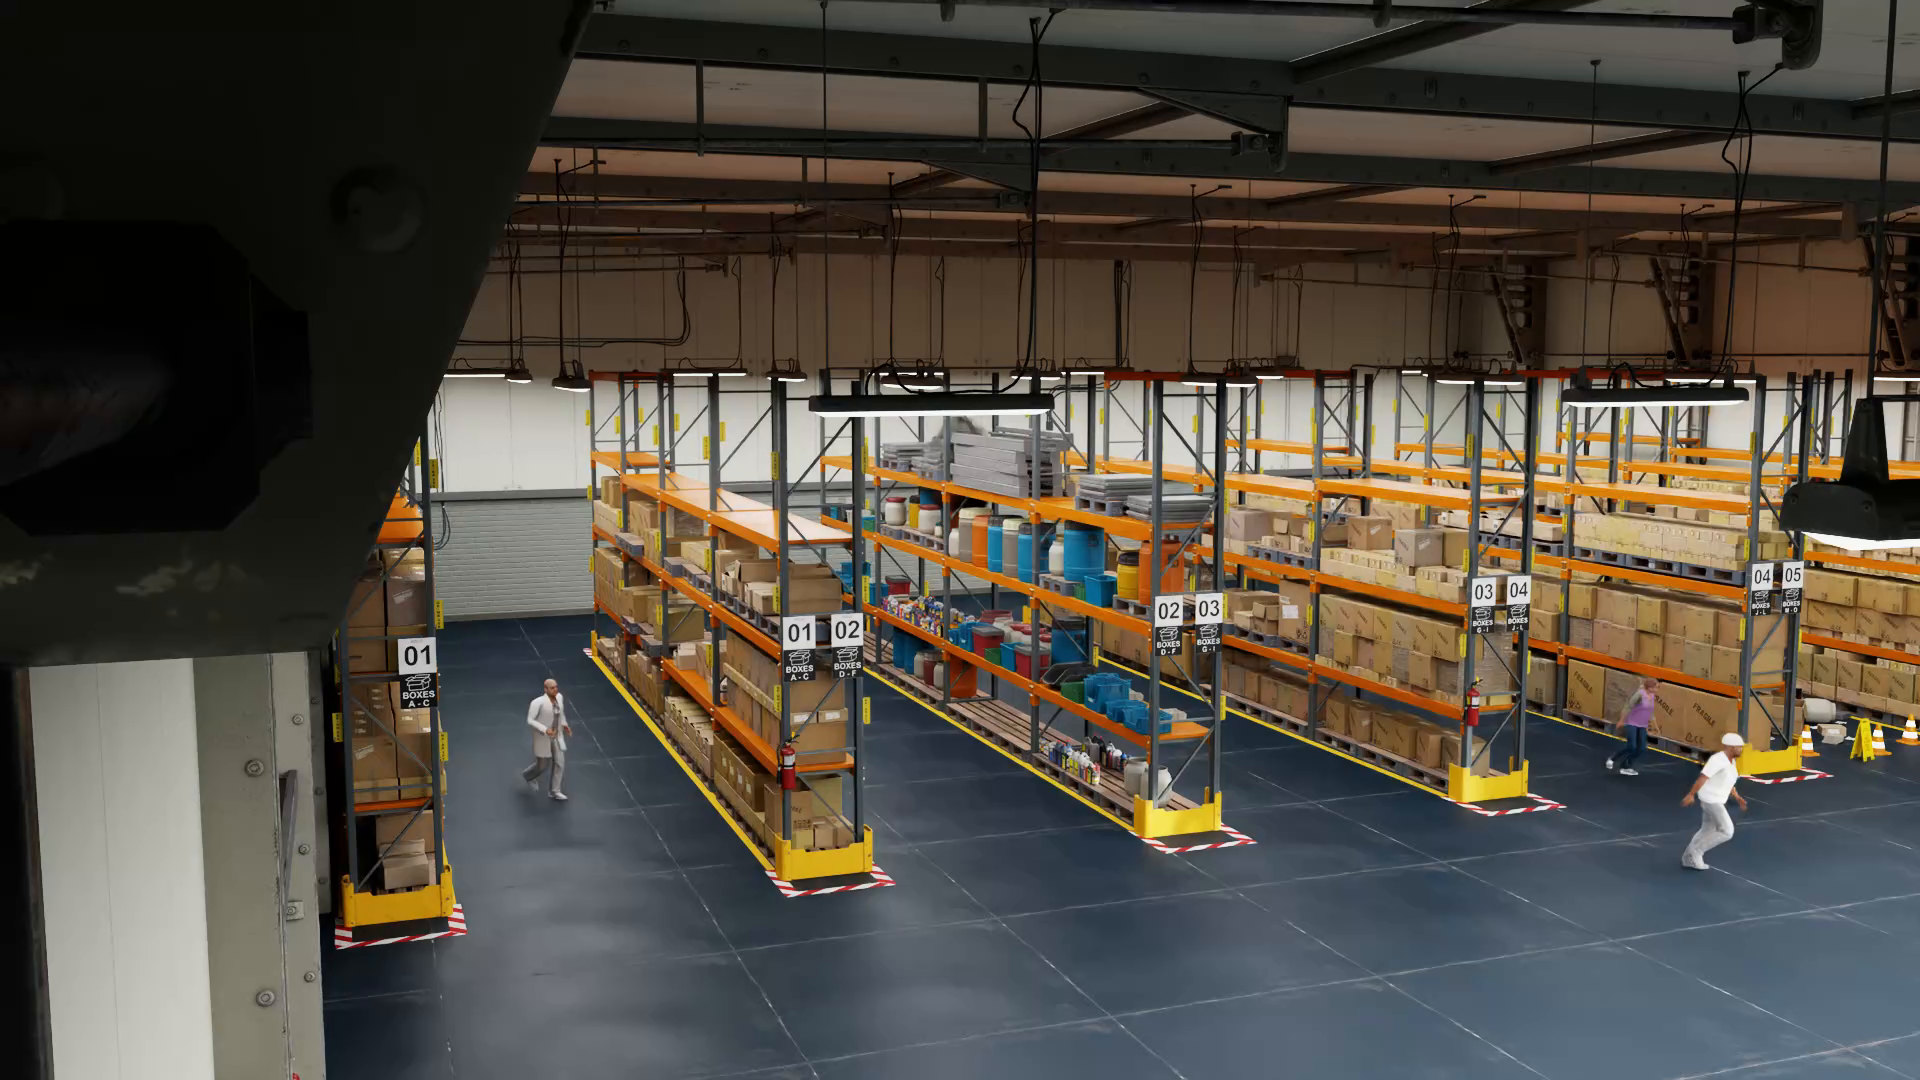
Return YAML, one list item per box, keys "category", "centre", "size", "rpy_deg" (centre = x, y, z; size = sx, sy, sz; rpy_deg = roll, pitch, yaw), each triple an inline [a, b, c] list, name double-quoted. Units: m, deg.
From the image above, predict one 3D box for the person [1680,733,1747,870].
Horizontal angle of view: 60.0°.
- category: "person"
  centre: [9.267, 3.201, 20.421]
  size: [0.685, 1.704, 0.675]
  rpy_deg: [4, 8, 32]

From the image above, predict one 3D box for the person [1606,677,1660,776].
- category: "person"
  centre: [10.132, 2.785, 24.994]
  size: [0.667, 1.521, 0.607]
  rpy_deg: [-4, 7, -30]

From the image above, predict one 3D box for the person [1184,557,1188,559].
- category: "person"
  centre: [5.403, 0.998, 40.634]
  size: [0.562, 1.670, 0.854]
  rpy_deg: [2, 7, 20]

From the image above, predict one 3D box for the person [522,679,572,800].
- category: "person"
  centre: [-5.958, 2.919, 23.801]
  size: [0.902, 1.546, 0.702]
  rpy_deg: [6, 9, 42]
